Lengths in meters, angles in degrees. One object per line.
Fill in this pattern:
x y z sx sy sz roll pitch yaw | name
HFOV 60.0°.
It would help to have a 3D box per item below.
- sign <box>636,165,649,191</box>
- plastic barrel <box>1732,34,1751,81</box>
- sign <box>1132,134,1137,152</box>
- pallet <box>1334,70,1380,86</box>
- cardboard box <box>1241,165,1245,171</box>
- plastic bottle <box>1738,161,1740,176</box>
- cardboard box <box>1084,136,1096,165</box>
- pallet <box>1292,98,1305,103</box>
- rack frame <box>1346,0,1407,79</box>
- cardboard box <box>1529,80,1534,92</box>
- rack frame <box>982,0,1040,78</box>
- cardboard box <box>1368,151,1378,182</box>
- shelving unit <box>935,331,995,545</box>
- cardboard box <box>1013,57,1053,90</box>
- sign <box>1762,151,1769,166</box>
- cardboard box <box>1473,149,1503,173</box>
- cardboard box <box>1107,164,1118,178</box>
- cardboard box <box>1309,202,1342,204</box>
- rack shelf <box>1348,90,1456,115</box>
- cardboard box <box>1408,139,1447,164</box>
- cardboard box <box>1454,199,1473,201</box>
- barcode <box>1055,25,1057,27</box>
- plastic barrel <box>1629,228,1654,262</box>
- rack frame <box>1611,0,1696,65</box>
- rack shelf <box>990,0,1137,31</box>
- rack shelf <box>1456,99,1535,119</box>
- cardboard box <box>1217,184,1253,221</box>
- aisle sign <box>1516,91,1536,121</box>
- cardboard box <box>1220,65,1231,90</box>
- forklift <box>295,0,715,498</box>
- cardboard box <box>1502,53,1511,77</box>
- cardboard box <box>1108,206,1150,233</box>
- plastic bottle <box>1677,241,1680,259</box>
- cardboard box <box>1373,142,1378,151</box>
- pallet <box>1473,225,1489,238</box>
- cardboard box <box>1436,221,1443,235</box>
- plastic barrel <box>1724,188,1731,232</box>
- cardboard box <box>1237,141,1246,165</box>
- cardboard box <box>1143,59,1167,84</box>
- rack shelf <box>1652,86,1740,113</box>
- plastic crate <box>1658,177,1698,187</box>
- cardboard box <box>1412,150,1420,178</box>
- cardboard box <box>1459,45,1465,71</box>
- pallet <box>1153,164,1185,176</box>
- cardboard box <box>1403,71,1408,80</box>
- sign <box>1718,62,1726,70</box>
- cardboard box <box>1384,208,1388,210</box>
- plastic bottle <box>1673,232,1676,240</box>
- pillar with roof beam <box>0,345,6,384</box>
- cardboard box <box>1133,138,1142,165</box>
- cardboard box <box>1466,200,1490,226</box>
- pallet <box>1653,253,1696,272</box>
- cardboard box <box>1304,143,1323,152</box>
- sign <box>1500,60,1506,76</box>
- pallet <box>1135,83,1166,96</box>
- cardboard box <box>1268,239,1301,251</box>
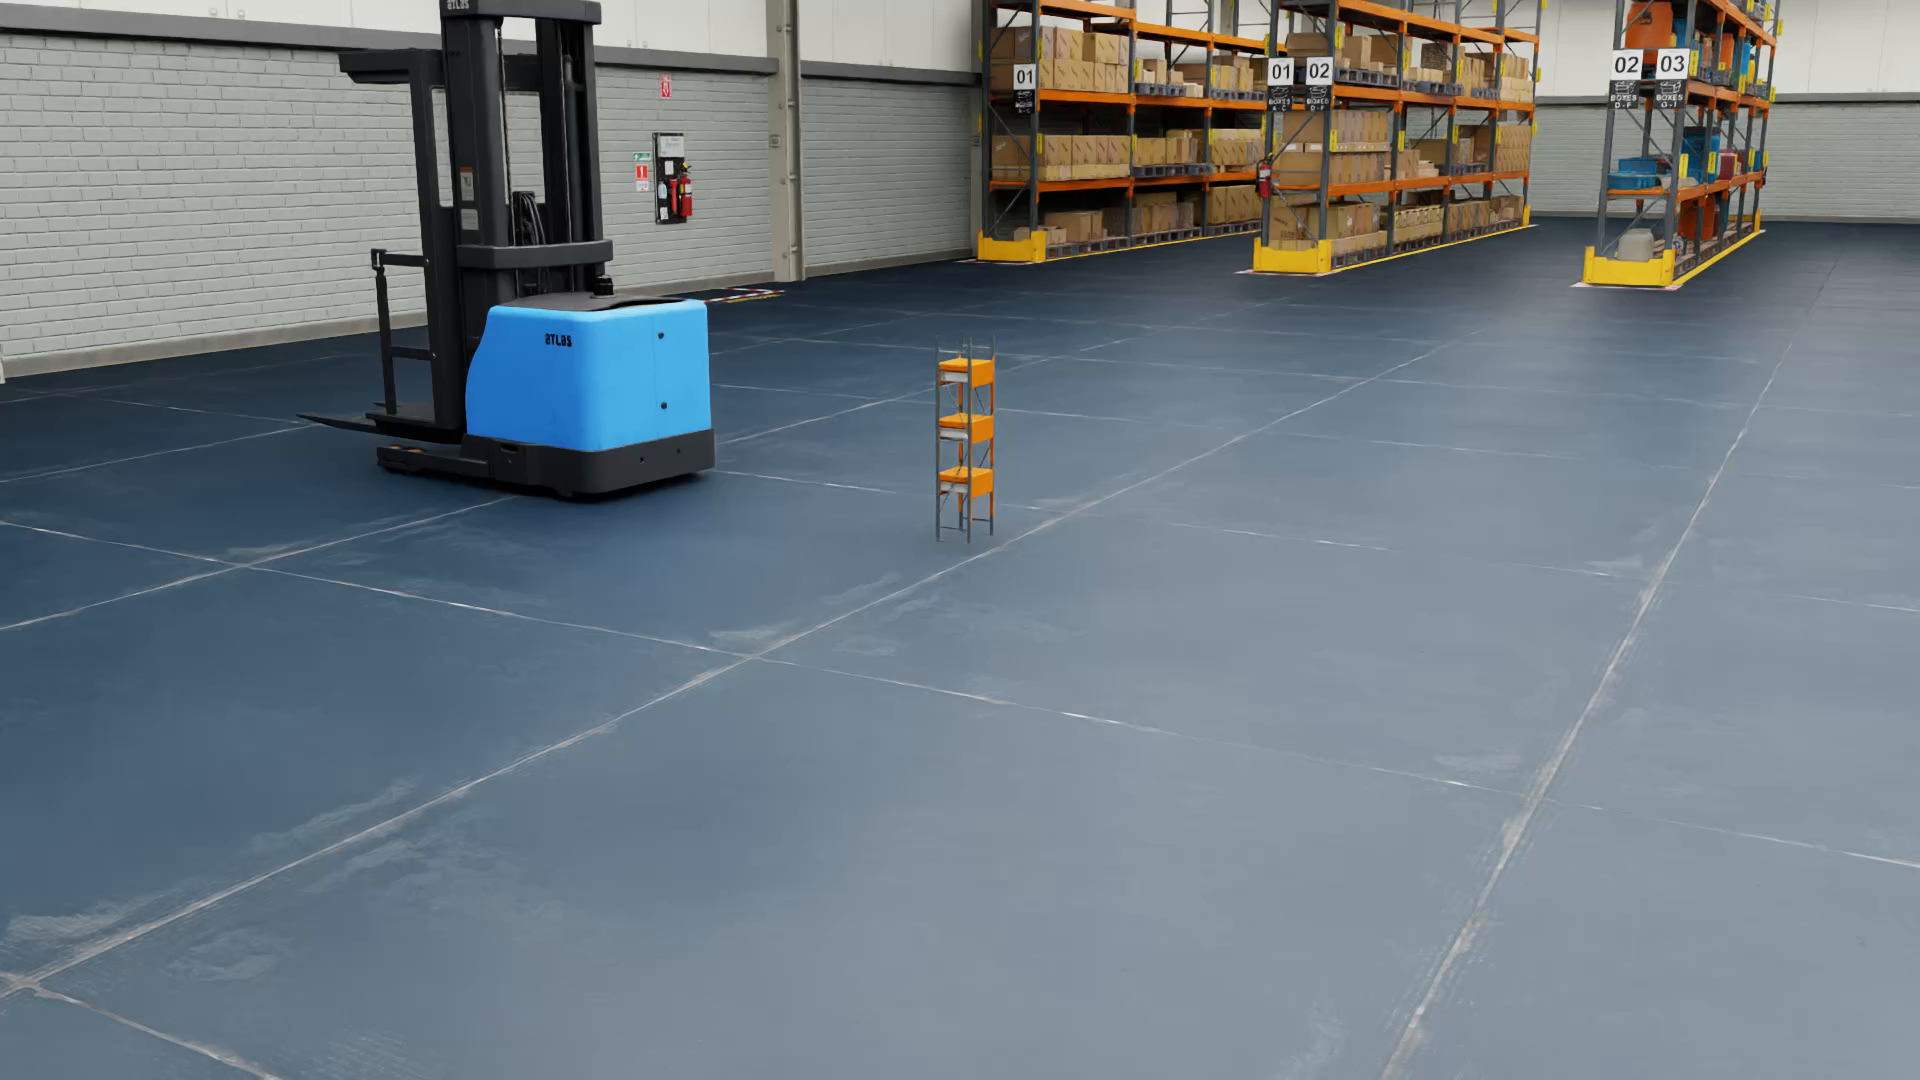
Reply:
-4.069 -4.637 21.291 0.001 0.329 0.234 7 15 28 | sign
14.618 -9.092 31.479 0.600 0.901 0.708 7 15 28 | plastic barrel
3.248 -7.395 30.960 0.100 0.325 0.005 7 15 28 | sign
6.127 -7.462 26.872 1.003 0.211 1.213 7 15 28 | pallet
6.068 -8.206 36.664 0.380 0.149 0.250 7 15 26 | cardboard box
15.330 -7.326 32.771 0.061 0.283 0.133 7 15 28 | plastic bottle
2.071 -6.892 29.396 0.500 0.500 0.500 8 16 30 | cardboard box
7.632 -10.507 39.503 1.003 0.211 1.213 7 15 28 | pallet
7.107 -9.390 28.282 1.000 3.000 0.127 7 15 28 | rack frame
12.883 -10.430 38.248 0.500 0.250 0.500 7 15 28 | cardboard box
0.836 -9.130 27.203 1.000 3.000 0.127 7 15 28 | rack frame
6.649 -6.322 28.141 0.700 0.500 0.500 7 15 27 | cardboard box
0.026 -0.521 8.456 0.215 1.050 0.252 7 15 28 | shelving unit
1.216 -7.770 27.708 0.500 0.500 0.500 8 16 30 | cardboard box
17.732 -8.394 36.603 0.100 0.325 0.005 7 15 28 | sign
11.460 -8.237 36.088 0.500 0.500 0.500 8 16 30 | cardboard box
2.557 -6.738 30.360 0.500 0.250 0.500 7 15 28 | cardboard box
6.126 -5.441 28.072 0.500 0.500 0.500 7 15 28 | cardboard box
8.074 -7.992 30.420 1.077 0.370 4.000 7 15 28 | rack shelf
9.247 -7.689 32.918 0.700 0.500 0.500 2 14 9 | cardboard box
11.002 -7.263 36.653 0.500 0.500 0.500 7 15 28 | cardboard box
1.721 -9.179 29.755 0.001 0.075 0.075 7 15 28 | barcode
10.002 -4.332 24.515 0.421 0.512 0.421 0 14 0 | plastic barrel
9.508 -8.007 22.547 1.000 3.000 0.127 7 15 28 | rack frame
1.802 -9.189 28.990 1.077 0.370 4.000 7 15 28 | rack shelf
11.942 -9.634 37.228 1.077 0.370 4.000 7 15 28 | rack shelf
6.009 -7.504 36.949 0.750 0.750 0.750 8 16 30 | cardboard box
13.210 -10.179 38.807 0.394 0.787 0.004 7 15 28 | aisle sign
5.376 -9.908 35.680 0.700 0.500 0.500 8 16 31 | cardboard box
-2.988 -1.908 10.195 3.031 2.935 1.130 9 16 34 | forklift
11.542 -10.298 36.104 0.700 0.500 0.500 7 15 28 | cardboard box
3.316 -6.297 32.649 0.700 0.500 0.500 7 15 27 | cardboard box
10.969 -4.448 25.464 0.097 0.271 0.097 0 14 0 | plastic bottle
6.792 -6.599 27.908 0.380 0.149 0.250 7 15 28 | cardboard box
10.615 -6.588 35.410 1.003 0.211 1.213 7 15 28 | pallet
9.000 -6.026 32.100 0.500 0.250 0.500 8 16 29 | cardboard box
15.031 -6.627 33.204 0.600 0.901 0.708 7 15 28 | plastic barrel
5.909 -8.444 36.268 0.500 0.500 0.500 8 16 30 | cardboard box
3.700 -9.101 32.375 0.500 0.500 0.500 7 15 26 | cardboard box
12.409 -7.430 28.089 1.077 0.370 4.000 7 15 28 | rack shelf
10.878 -5.422 25.185 0.530 0.136 0.437 7 15 28 | plastic crate
8.244 -6.997 30.942 0.500 0.500 0.500 6 15 25 | cardboard box
9.751 -9.585 33.145 0.500 0.500 0.500 7 15 28 | cardboard box
3.782 -7.351 33.033 1.003 0.211 1.213 7 15 28 | pallet
7.677 -8.301 29.591 0.500 0.250 0.500 6 15 23 | cardboard box
11.918 -7.310 26.034 0.100 0.325 0.005 7 15 28 | sign
7.788 -6.042 30.967 0.500 0.311 0.500 7 15 27 | cardboard box
11.256 -4.689 26.298 0.144 0.351 0.185 7 15 28 | plastic bottle
-4.516 -5.191 10.864 9.100 9.000 0.400 7 15 28 | pillar with roof beam
3.045 -7.397 31.664 0.700 0.500 0.500 7 15 28 | cardboard box
10.987 -6.980 35.480 0.500 0.500 0.500 7 15 28 | cardboard box
11.081 -4.423 26.429 1.003 0.211 1.213 7 15 28 | pallet
5.552 -6.073 25.726 0.380 0.149 0.250 7 15 28 | cardboard box
11.462 -9.954 35.078 0.100 0.325 0.005 7 15 28 | sign
3.161 -8.516 31.456 1.213 0.211 1.003 7 15 28 | pallet
5.174 -4.664 26.450 0.500 0.250 0.500 7 15 28 | cardboard box
